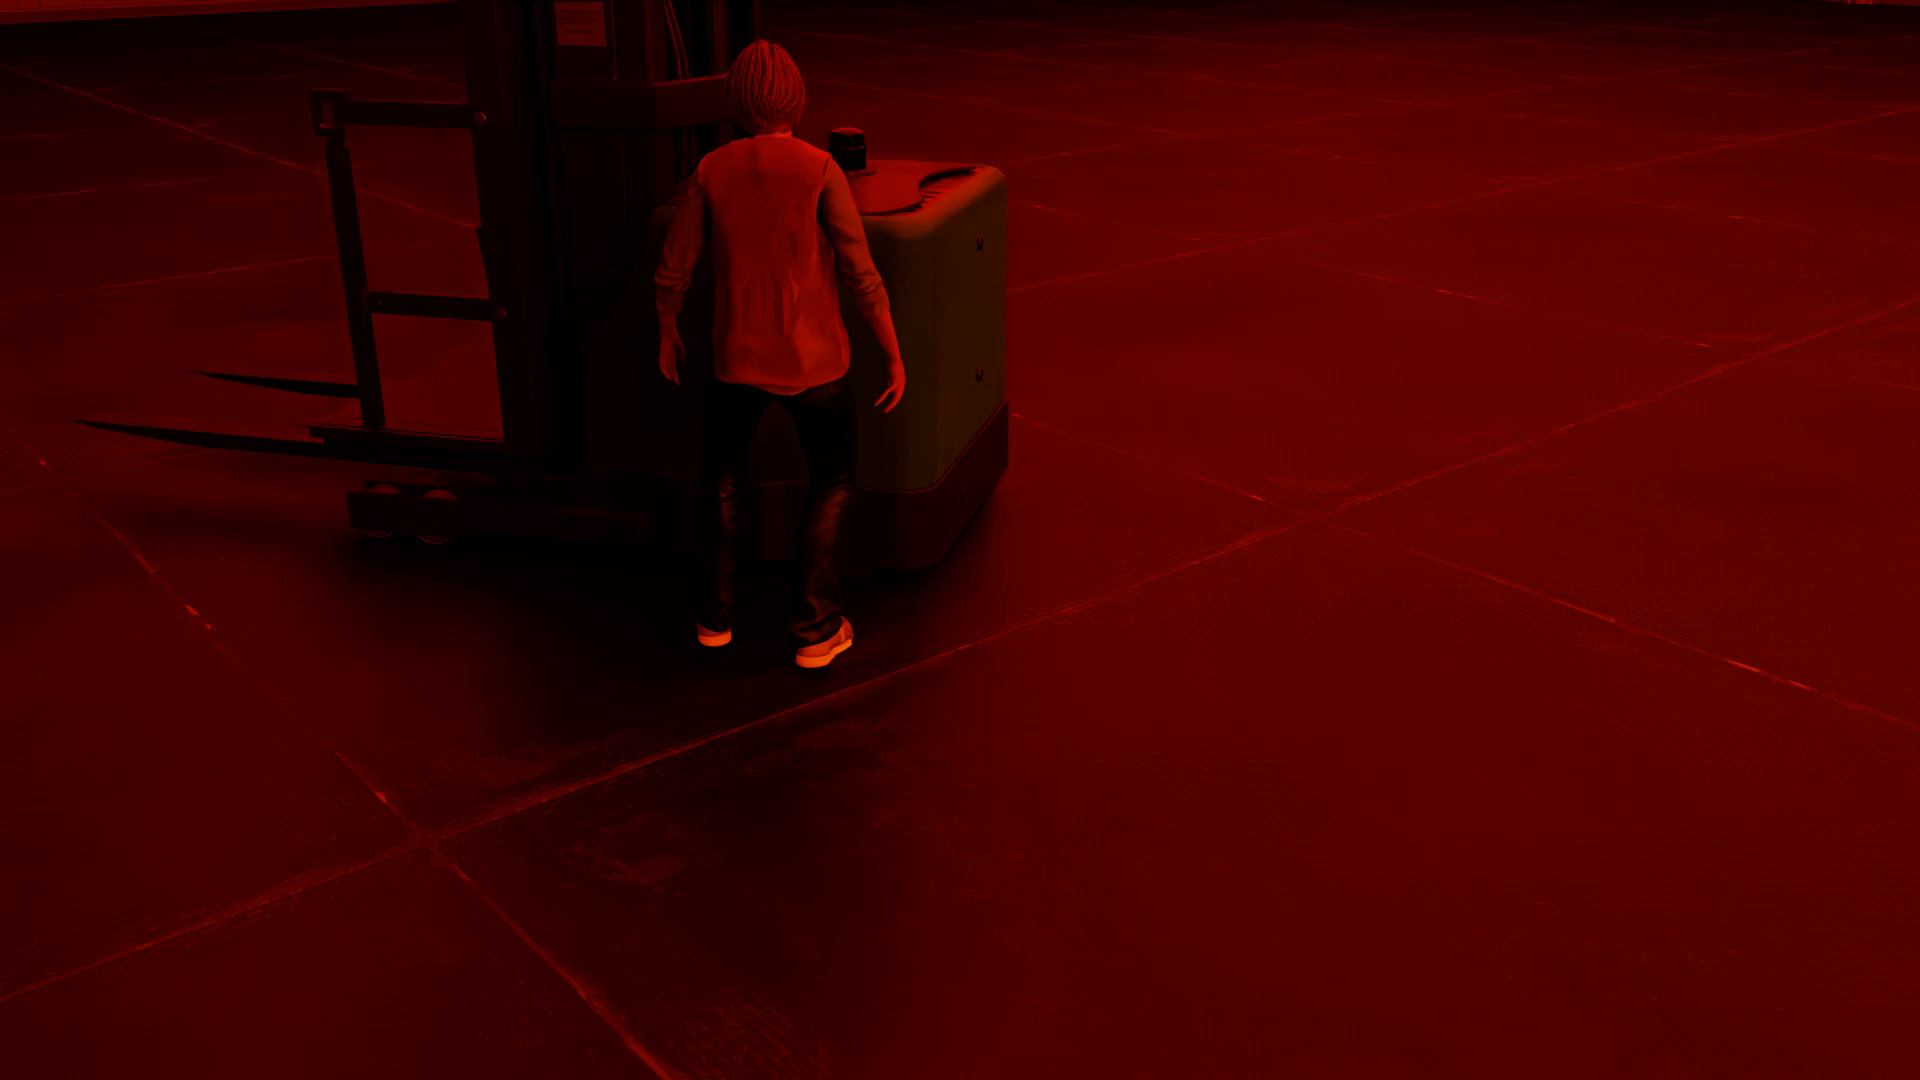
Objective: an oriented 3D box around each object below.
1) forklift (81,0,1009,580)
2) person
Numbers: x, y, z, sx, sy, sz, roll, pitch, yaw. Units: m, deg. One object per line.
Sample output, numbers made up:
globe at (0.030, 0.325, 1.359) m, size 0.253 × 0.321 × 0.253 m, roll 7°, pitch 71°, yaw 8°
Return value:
forklift at (-1.412, -1.530, 5.071) m, size 3.031 × 2.935 × 1.130 m, roll 6°, pitch 22°, yaw 14°
person at (-0.458, -0.442, 4.195) m, size 0.653 × 1.567 × 0.354 m, roll 4°, pitch 22°, yaw 10°
